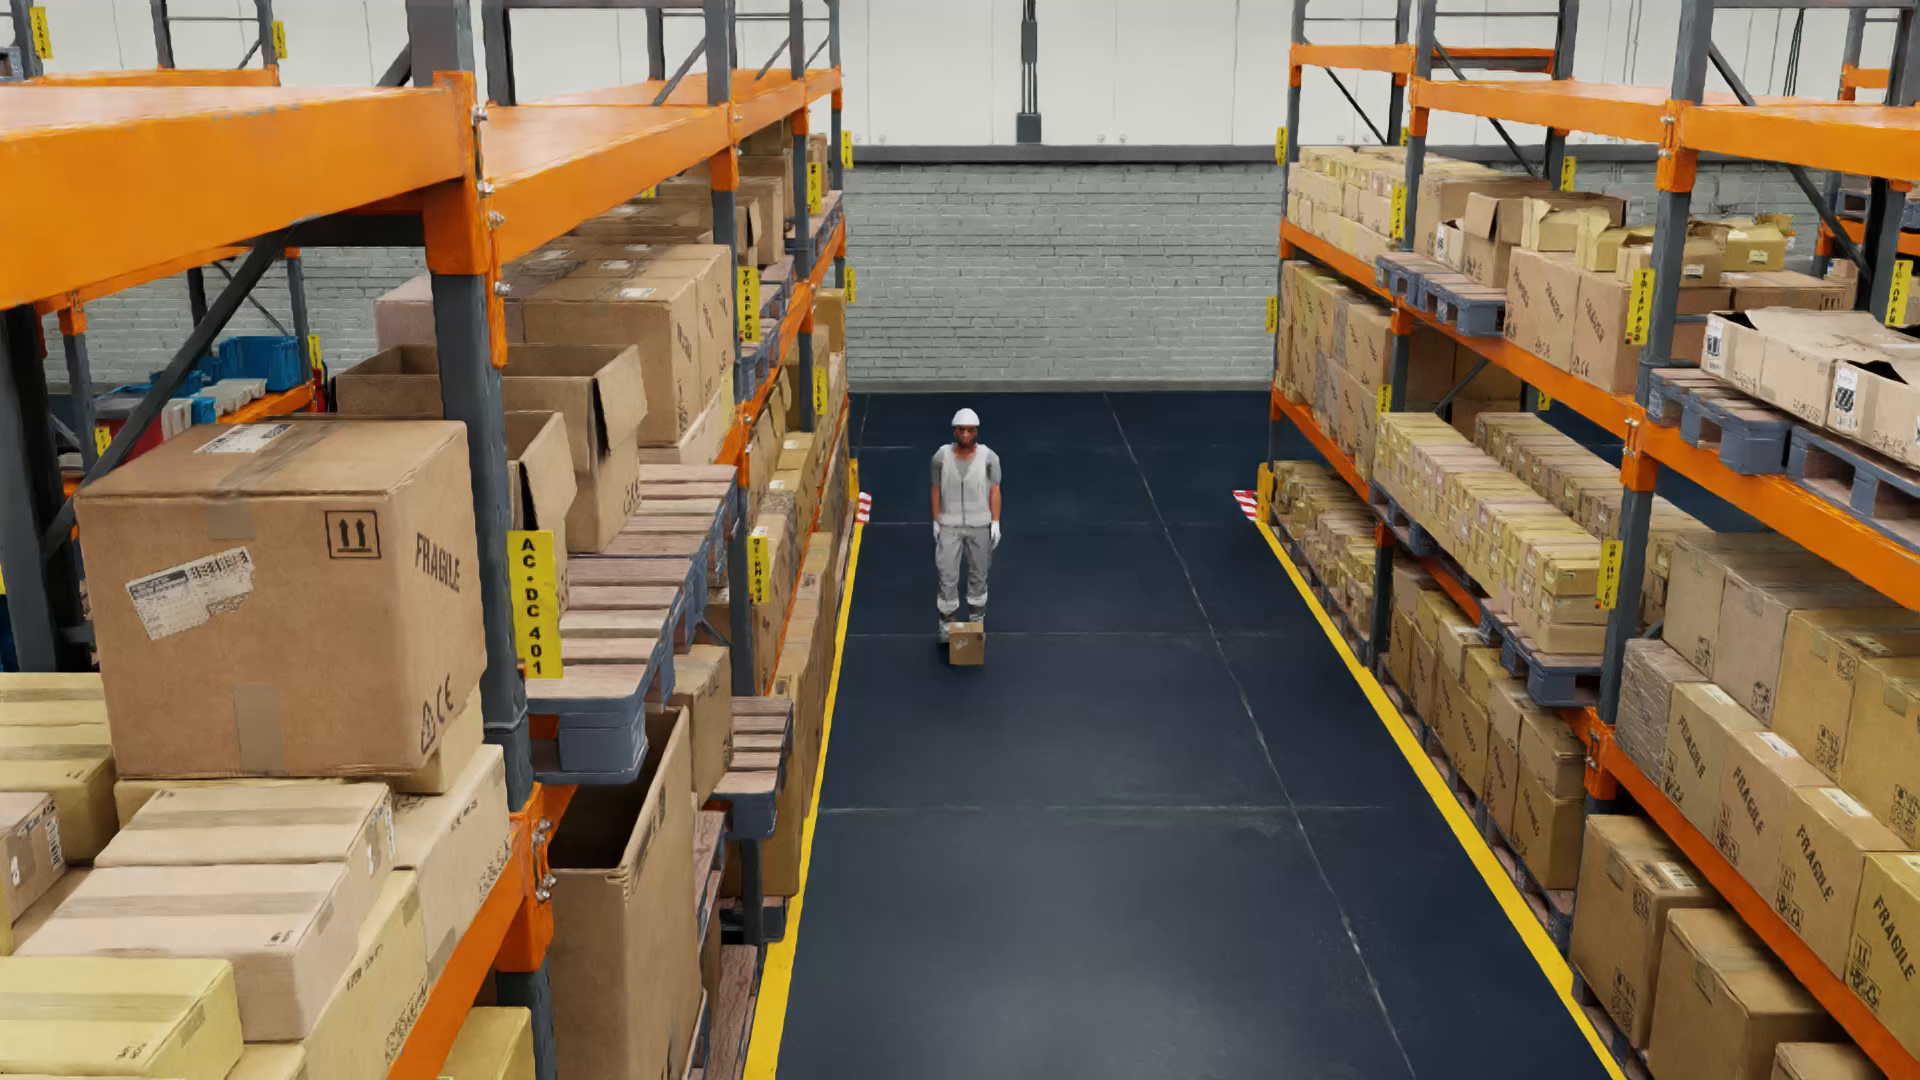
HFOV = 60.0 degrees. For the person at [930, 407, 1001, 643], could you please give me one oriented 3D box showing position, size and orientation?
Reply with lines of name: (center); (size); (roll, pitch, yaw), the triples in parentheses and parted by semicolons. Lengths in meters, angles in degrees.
person: (0.040, -0.094, 12.337); (0.528, 1.788, 0.467); (0, 17, 0)
